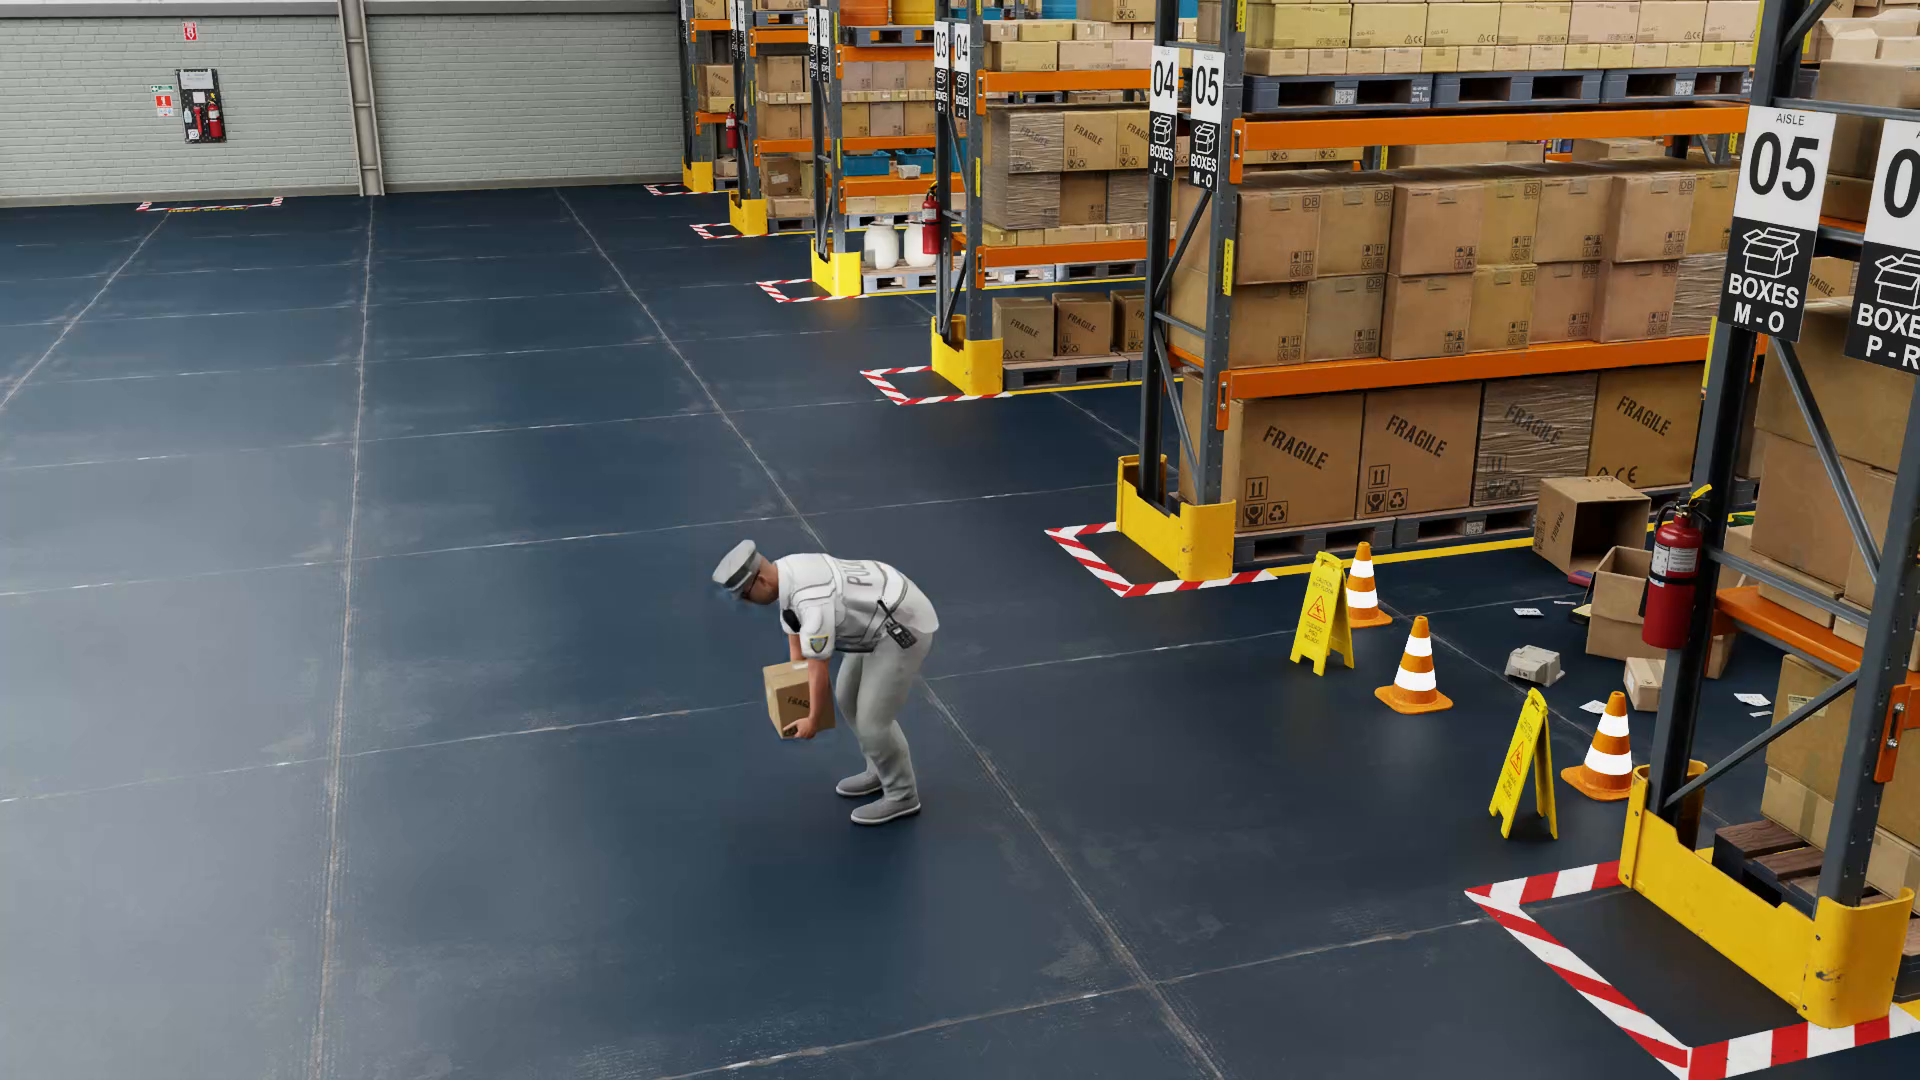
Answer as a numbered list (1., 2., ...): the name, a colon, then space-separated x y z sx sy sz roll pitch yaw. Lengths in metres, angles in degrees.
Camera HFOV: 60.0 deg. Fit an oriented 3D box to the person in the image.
1. person: -0.594 0.607 7.424 0.995 1.351 0.480 -7 20 -19
